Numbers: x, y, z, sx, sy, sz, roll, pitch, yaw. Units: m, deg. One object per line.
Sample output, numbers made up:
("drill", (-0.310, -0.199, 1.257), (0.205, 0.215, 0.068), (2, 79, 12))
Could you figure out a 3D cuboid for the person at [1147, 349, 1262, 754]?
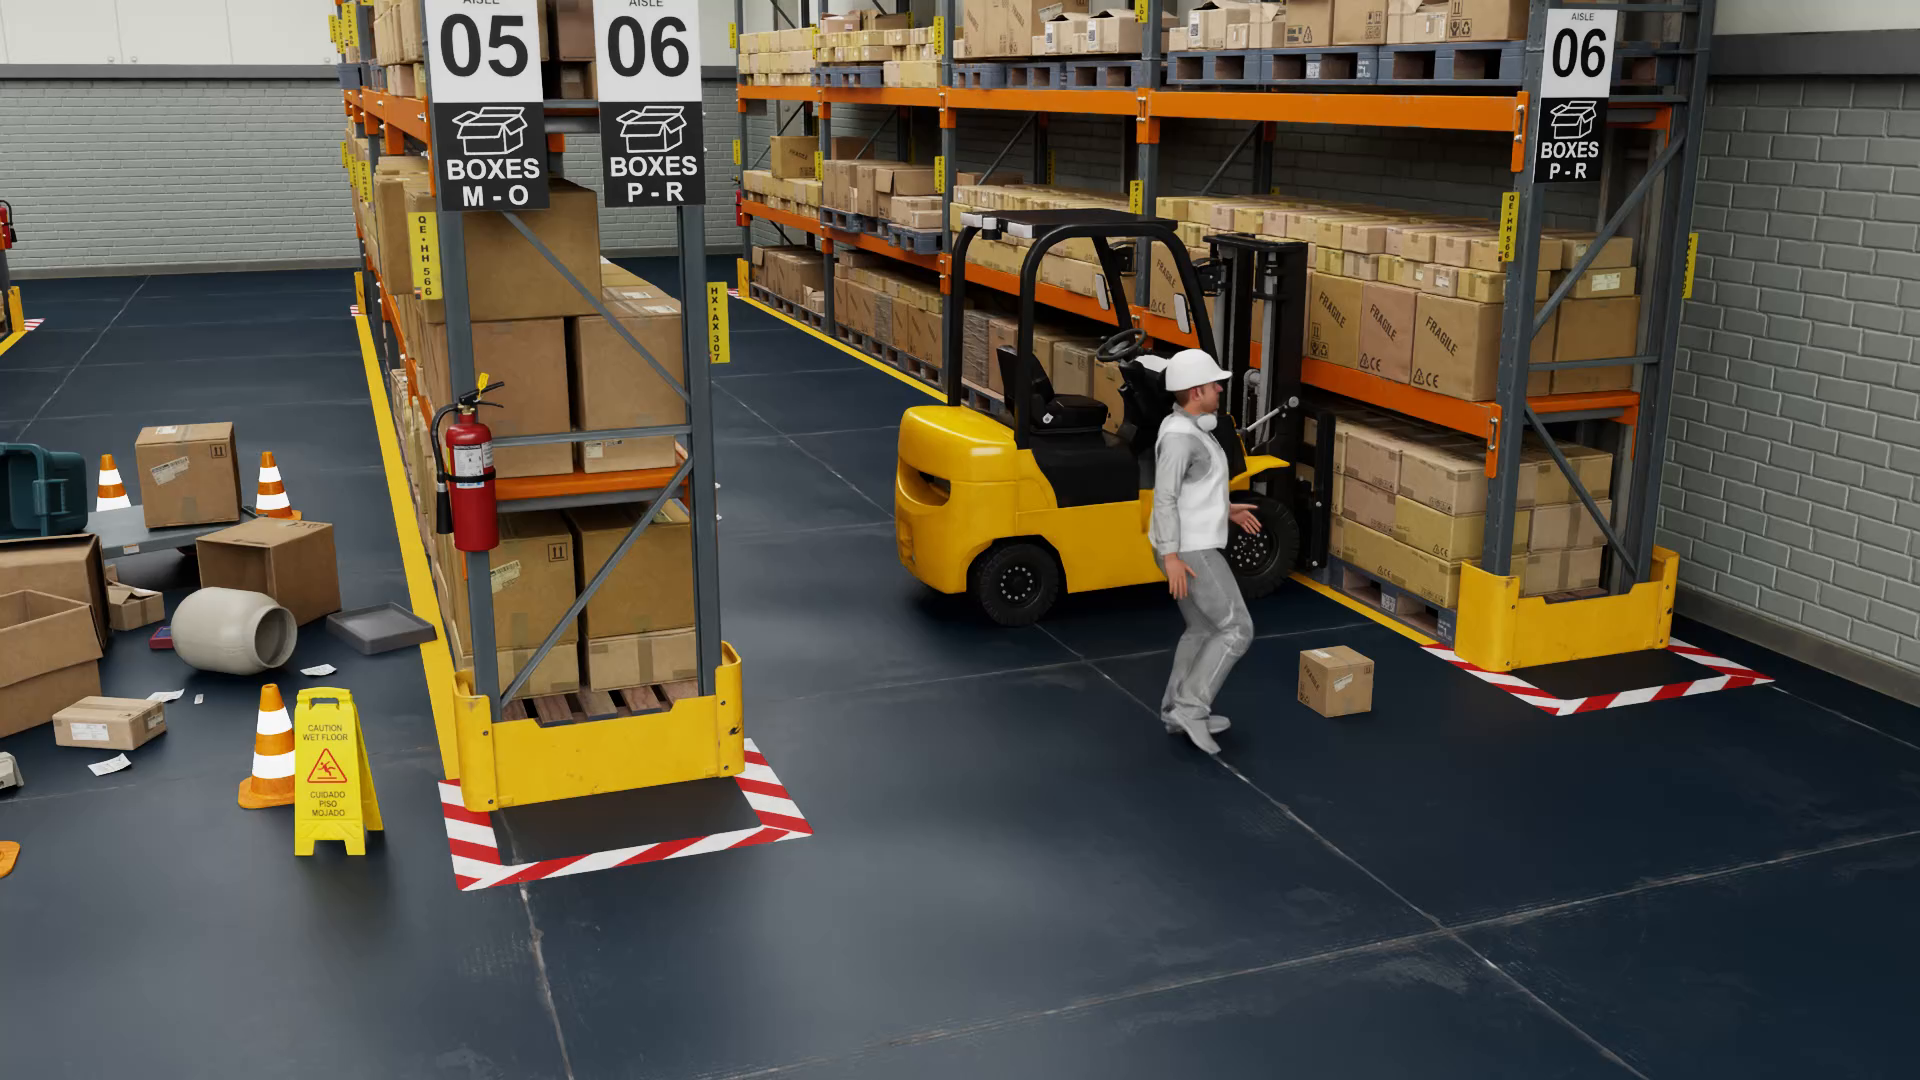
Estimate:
("person", (1.105, 0.045, 7.434), (0.529, 1.789, 0.697), (1, 16, 4))
